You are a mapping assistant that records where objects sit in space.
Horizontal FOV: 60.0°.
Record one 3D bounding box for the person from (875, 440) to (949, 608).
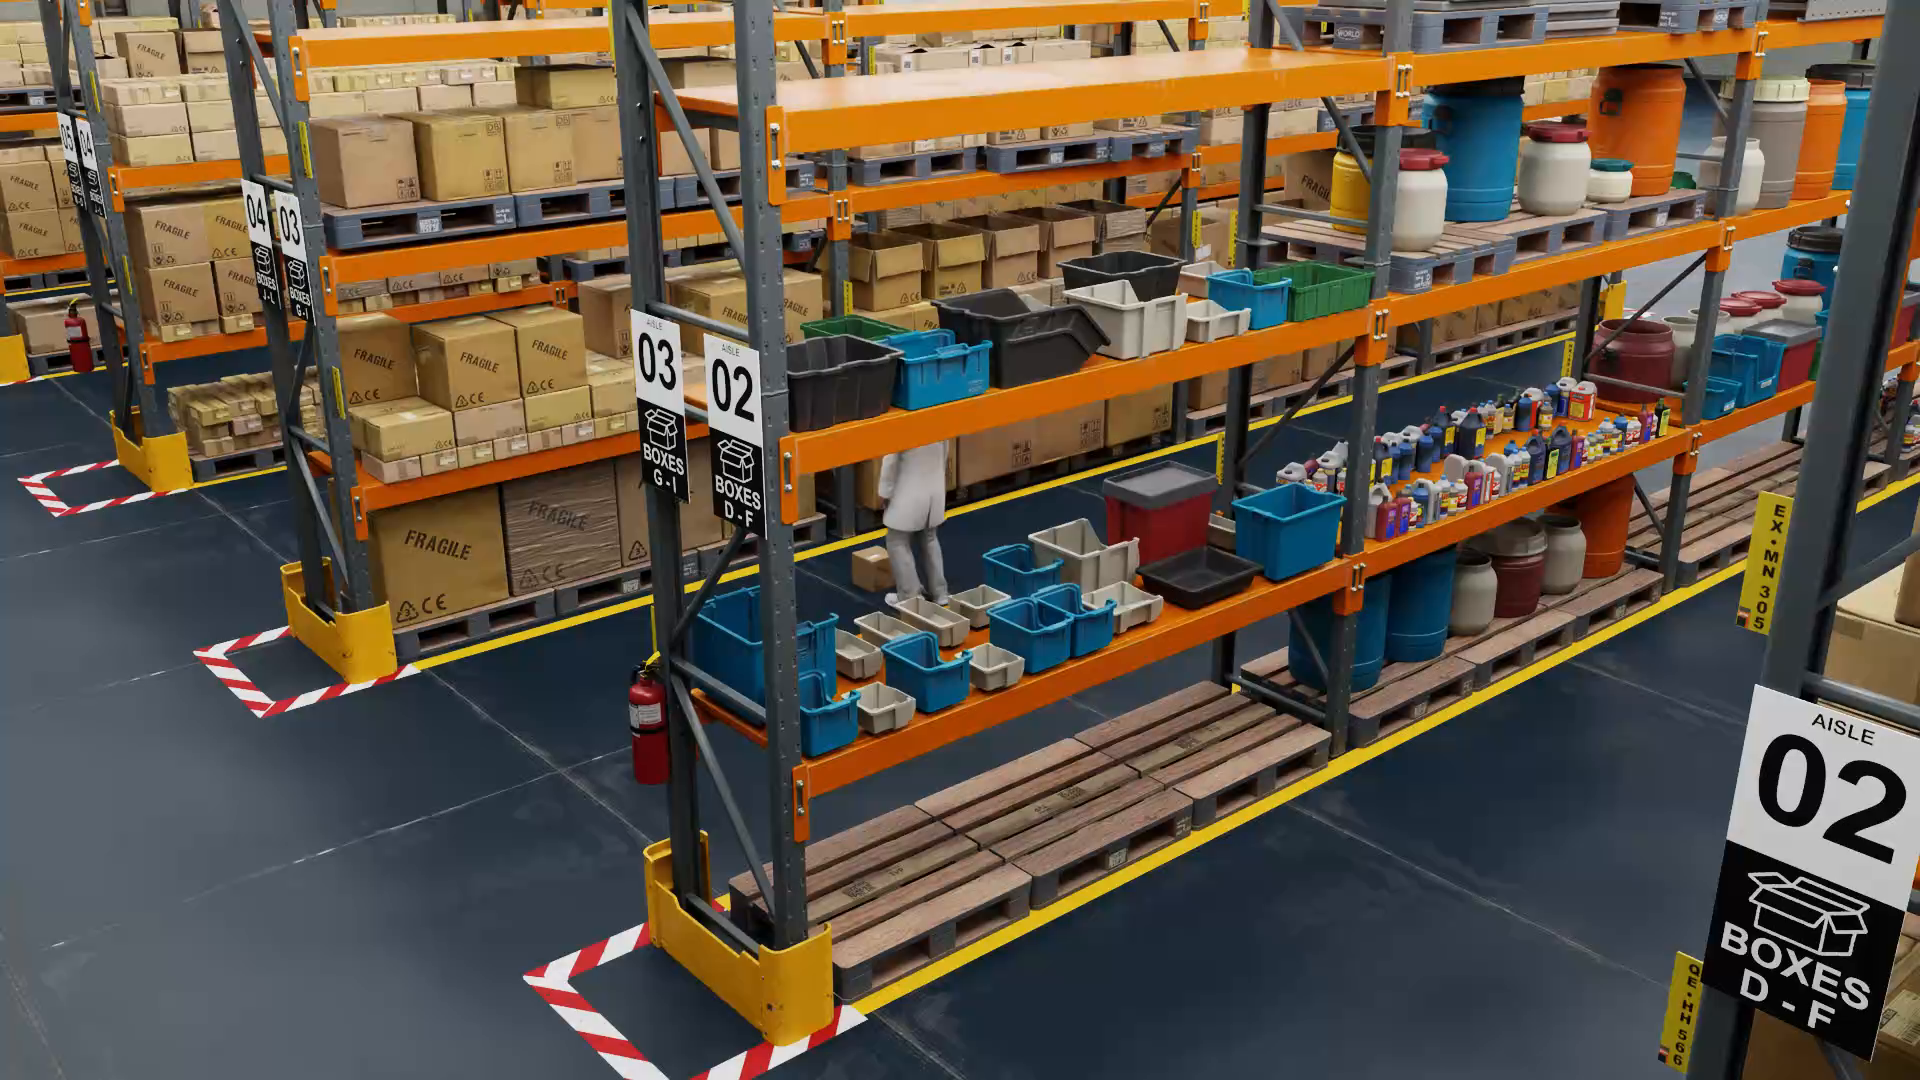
[{"bbox_3d":[-0.342,-0.338,12.043,0.575,1.758,0.389,-16,26,-36],"label":"person"}]
